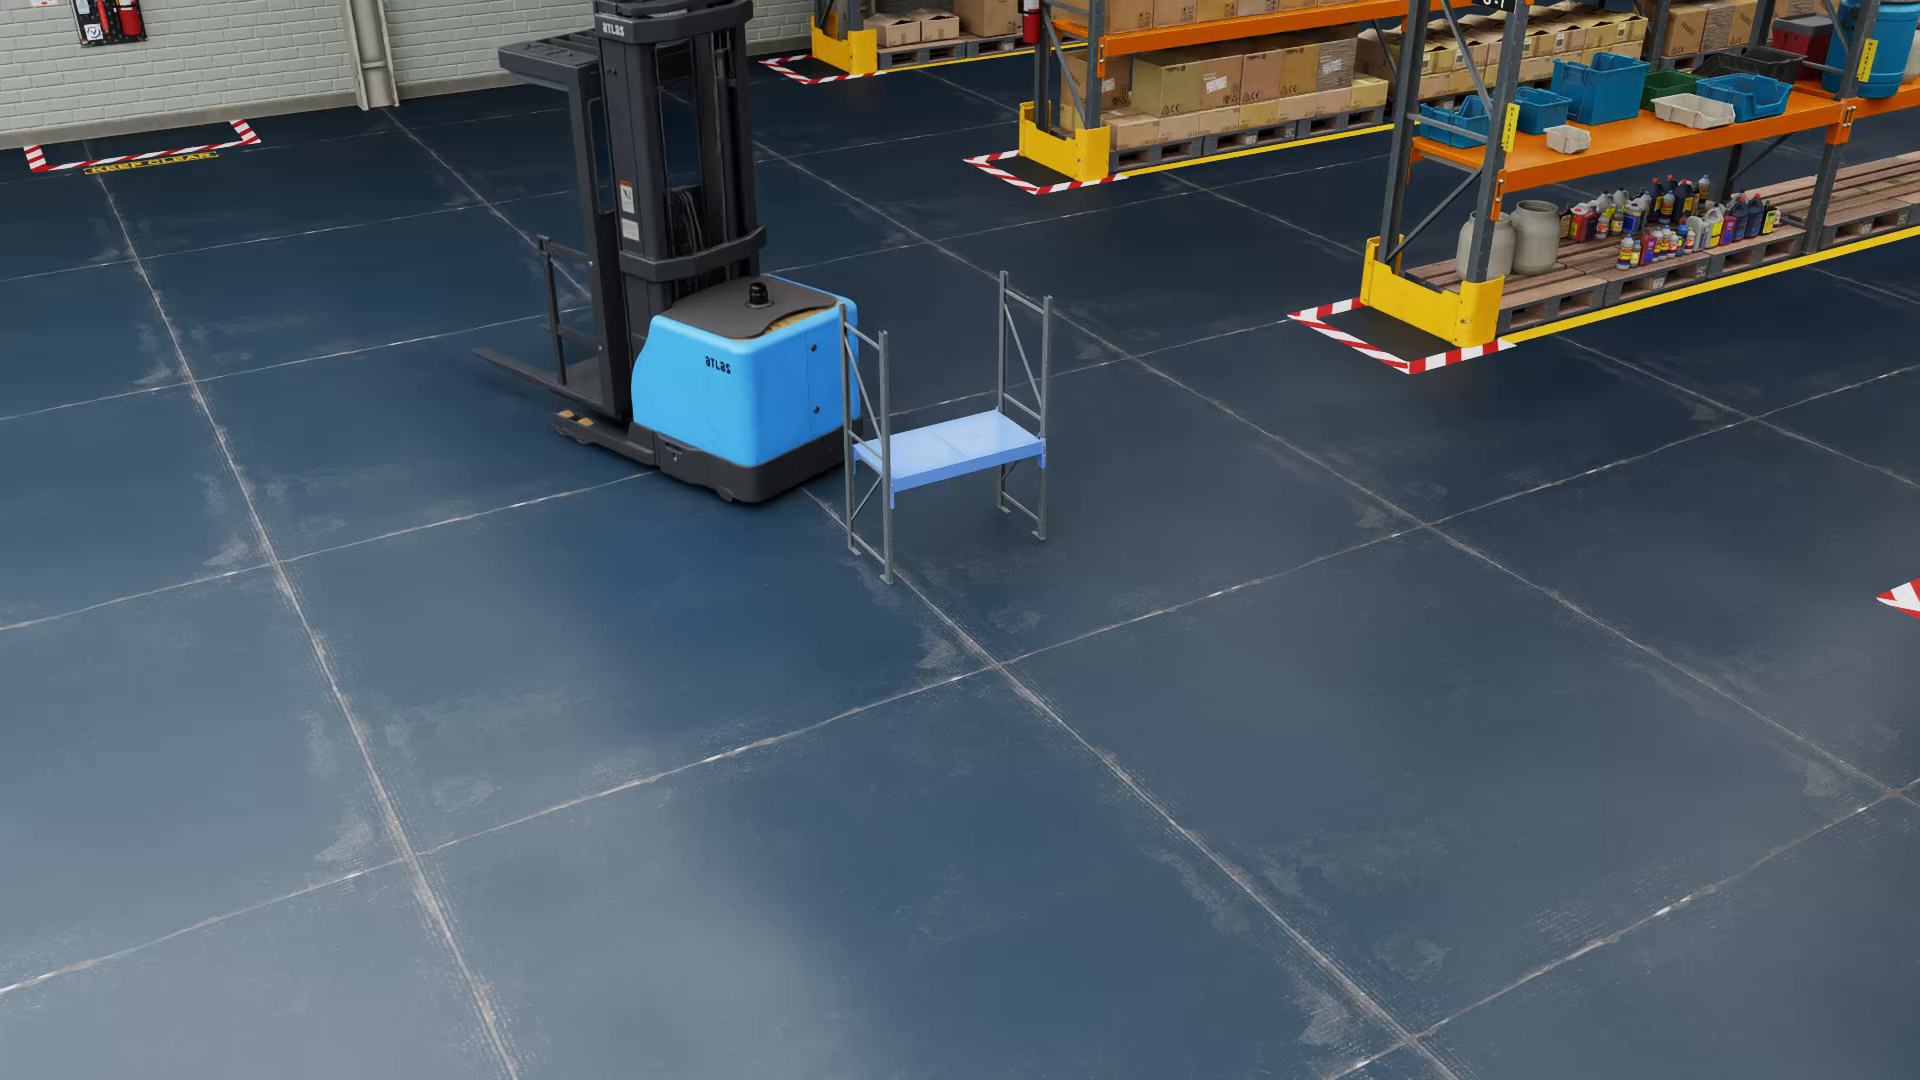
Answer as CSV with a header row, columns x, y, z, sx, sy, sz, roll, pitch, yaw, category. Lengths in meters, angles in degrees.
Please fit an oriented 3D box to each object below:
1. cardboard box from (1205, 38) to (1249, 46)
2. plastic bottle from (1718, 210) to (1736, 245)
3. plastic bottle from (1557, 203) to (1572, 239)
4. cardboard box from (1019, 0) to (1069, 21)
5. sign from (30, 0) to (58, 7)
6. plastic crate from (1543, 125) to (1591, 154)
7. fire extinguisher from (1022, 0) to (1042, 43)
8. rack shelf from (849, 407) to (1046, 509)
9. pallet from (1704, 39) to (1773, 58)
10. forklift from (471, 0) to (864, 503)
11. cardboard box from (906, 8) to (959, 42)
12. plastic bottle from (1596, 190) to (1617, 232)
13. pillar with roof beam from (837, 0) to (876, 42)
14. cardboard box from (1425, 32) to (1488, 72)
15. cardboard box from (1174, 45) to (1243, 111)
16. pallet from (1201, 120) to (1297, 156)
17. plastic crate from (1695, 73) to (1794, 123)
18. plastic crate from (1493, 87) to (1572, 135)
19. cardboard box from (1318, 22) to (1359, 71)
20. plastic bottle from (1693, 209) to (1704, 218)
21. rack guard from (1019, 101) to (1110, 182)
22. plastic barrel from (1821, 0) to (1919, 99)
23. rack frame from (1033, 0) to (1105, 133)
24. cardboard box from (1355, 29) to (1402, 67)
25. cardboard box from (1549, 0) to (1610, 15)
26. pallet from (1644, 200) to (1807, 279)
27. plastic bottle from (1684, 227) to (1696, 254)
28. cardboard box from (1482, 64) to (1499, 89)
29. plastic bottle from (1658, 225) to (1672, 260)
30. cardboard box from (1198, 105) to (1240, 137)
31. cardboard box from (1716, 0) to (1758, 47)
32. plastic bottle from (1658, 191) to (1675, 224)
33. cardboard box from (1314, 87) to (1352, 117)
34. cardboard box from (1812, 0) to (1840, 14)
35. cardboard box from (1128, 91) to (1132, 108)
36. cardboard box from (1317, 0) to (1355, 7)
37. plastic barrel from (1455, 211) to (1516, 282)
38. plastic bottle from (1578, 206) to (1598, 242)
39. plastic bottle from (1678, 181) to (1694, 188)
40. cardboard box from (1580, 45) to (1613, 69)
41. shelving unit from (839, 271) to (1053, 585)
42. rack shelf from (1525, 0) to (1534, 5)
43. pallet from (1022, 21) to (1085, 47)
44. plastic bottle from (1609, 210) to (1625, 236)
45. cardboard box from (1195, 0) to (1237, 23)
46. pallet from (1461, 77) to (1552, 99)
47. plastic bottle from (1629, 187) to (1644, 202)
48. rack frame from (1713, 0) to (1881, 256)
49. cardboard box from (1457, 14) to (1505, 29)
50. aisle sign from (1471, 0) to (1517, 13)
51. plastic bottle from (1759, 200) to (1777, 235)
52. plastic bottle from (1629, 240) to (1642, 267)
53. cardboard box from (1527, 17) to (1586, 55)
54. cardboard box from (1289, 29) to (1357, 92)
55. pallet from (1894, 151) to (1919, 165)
x,y,z,sx,sy,sz,roll,pitch,yaw,category
2.637,-4.972,17.290,0.500,0.500,0.500,-16,33,-26,cardboard box
6.299,-2.572,13.662,0.133,0.283,0.061,-14,32,-23,plastic bottle
4.998,-2.643,13.791,0.133,0.283,0.061,-15,32,-25,plastic bottle
1.100,-6.905,21.290,0.500,0.500,0.500,-19,34,-30,cardboard box
-9.161,-5.496,16.567,0.234,0.329,0.001,-16,33,-26,sign
4.479,-2.941,12.248,0.250,0.136,0.298,-16,33,-26,plastic crate
0.701,-5.167,16.088,0.183,0.674,0.296,-16,33,-26,fire extinguisher
-0.074,-0.478,9.437,1.000,0.185,0.538,-16,33,-26,rack shelf
9.649,-6.237,20.833,1.213,0.211,1.003,-16,33,-26,pallet
-2.073,-2.085,10.495,3.031,2.935,1.130,22,36,34,forklift
-0.341,-6.385,20.544,0.500,0.311,0.500,-13,31,-22,cardboard box
5.398,-2.763,13.938,0.185,0.351,0.144,-14,32,-24,plastic bottle
0.872,-8.464,15.773,0.400,9.000,9.100,-16,33,-26,pillar with roof beam
5.404,-5.358,18.186,0.500,0.311,0.500,-16,33,-27,cardboard box
2.468,-4.634,16.677,0.500,0.500,0.500,-16,33,-26,cardboard box
2.727,-4.316,17.353,1.213,0.211,1.003,-16,33,-26,pallet
6.177,-3.502,13.144,0.616,0.251,0.499,-16,33,-26,plastic crate
4.387,-3.310,12.798,0.408,0.251,0.499,-16,33,-26,plastic crate
3.929,-5.340,17.957,0.500,0.500,0.500,-16,33,-26,cardboard box
6.066,-2.587,13.689,0.133,0.283,0.061,-16,33,-26,plastic bottle
1.018,-3.936,16.364,0.348,0.500,1.175,-16,33,-26,rack guard
7.480,-4.139,13.626,0.708,0.901,0.600,-16,33,-26,plastic barrel
1.039,-5.036,15.771,0.127,3.000,1.000,-16,33,-26,rack frame
4.691,-5.459,18.368,0.500,0.311,0.500,-16,33,-26,cardboard box
7.336,-6.214,19.736,0.500,0.311,0.500,-15,32,-25,cardboard box
6.393,-2.583,14.212,1.213,0.211,1.003,-16,33,-26,pallet
5.910,-2.436,13.500,0.097,0.201,0.097,0,29,0,plastic bottle
5.847,-5.243,18.557,0.500,0.250,0.500,-17,33,-28,cardboard box
5.648,-2.392,13.348,0.097,0.271,0.097,0,29,0,plastic bottle
2.474,-4.301,16.850,0.500,0.250,0.500,-16,33,-26,cardboard box
9.357,-6.336,20.258,0.500,0.500,0.500,-16,33,-27,cardboard box
6.023,-2.838,14.157,0.097,0.271,0.097,0,29,0,plastic bottle
3.762,-4.672,17.523,0.500,0.250,0.500,-16,33,-26,cardboard box
10.674,-6.714,20.943,0.500,0.500,0.500,-16,33,-26,cardboard box
1.776,-4.398,17.025,0.500,0.250,0.500,-16,33,-26,cardboard box
3.656,-5.816,17.080,0.500,0.500,0.700,-16,33,-27,cardboard box
4.073,-2.259,12.879,0.421,0.512,0.421,0,29,0,plastic barrel
5.192,-2.613,13.737,0.133,0.283,0.061,-16,33,-26,plastic bottle
6.232,-2.965,14.382,0.135,0.276,0.152,-15,32,-25,plastic bottle
7.163,-5.616,19.233,0.500,0.250,0.500,-16,33,-27,cardboard box
-0.074,-0.636,9.350,1.048,1.500,0.538,-16,33,-26,shelving unit
5.269,-4.459,12.366,4.000,0.370,1.077,-16,33,-26,rack shelf
1.413,-6.678,21.632,1.213,0.211,1.003,-16,33,-26,pallet
5.497,-2.658,13.903,0.097,0.201,0.097,0,29,0,plastic bottle
2.329,-5.438,16.396,0.500,0.500,0.700,-16,33,-26,cardboard box
6.156,-5.291,19.120,1.213,0.211,1.003,-16,33,-26,pallet
5.761,-2.860,14.184,0.133,0.283,0.061,-14,32,-24,plastic bottle
6.993,-3.951,13.804,0.127,3.000,1.000,-16,33,-26,rack frame
6.003,-5.832,19.044,0.500,0.311,0.500,-16,33,-27,cardboard box
3.631,-3.970,11.149,0.004,0.787,0.394,-16,33,-26,aisle sign
6.746,-2.699,13.892,0.133,0.283,0.061,-14,32,-24,plastic bottle
5.355,-2.278,13.215,0.097,0.201,0.097,0,29,0,plastic bottle
6.728,-5.737,18.871,0.500,0.311,0.500,-16,33,-27,cardboard box
3.761,-5.001,17.343,0.500,0.500,0.500,-16,33,-26,cardboard box
9.755,-3.536,15.938,1.213,0.211,1.003,-16,33,-26,pallet
